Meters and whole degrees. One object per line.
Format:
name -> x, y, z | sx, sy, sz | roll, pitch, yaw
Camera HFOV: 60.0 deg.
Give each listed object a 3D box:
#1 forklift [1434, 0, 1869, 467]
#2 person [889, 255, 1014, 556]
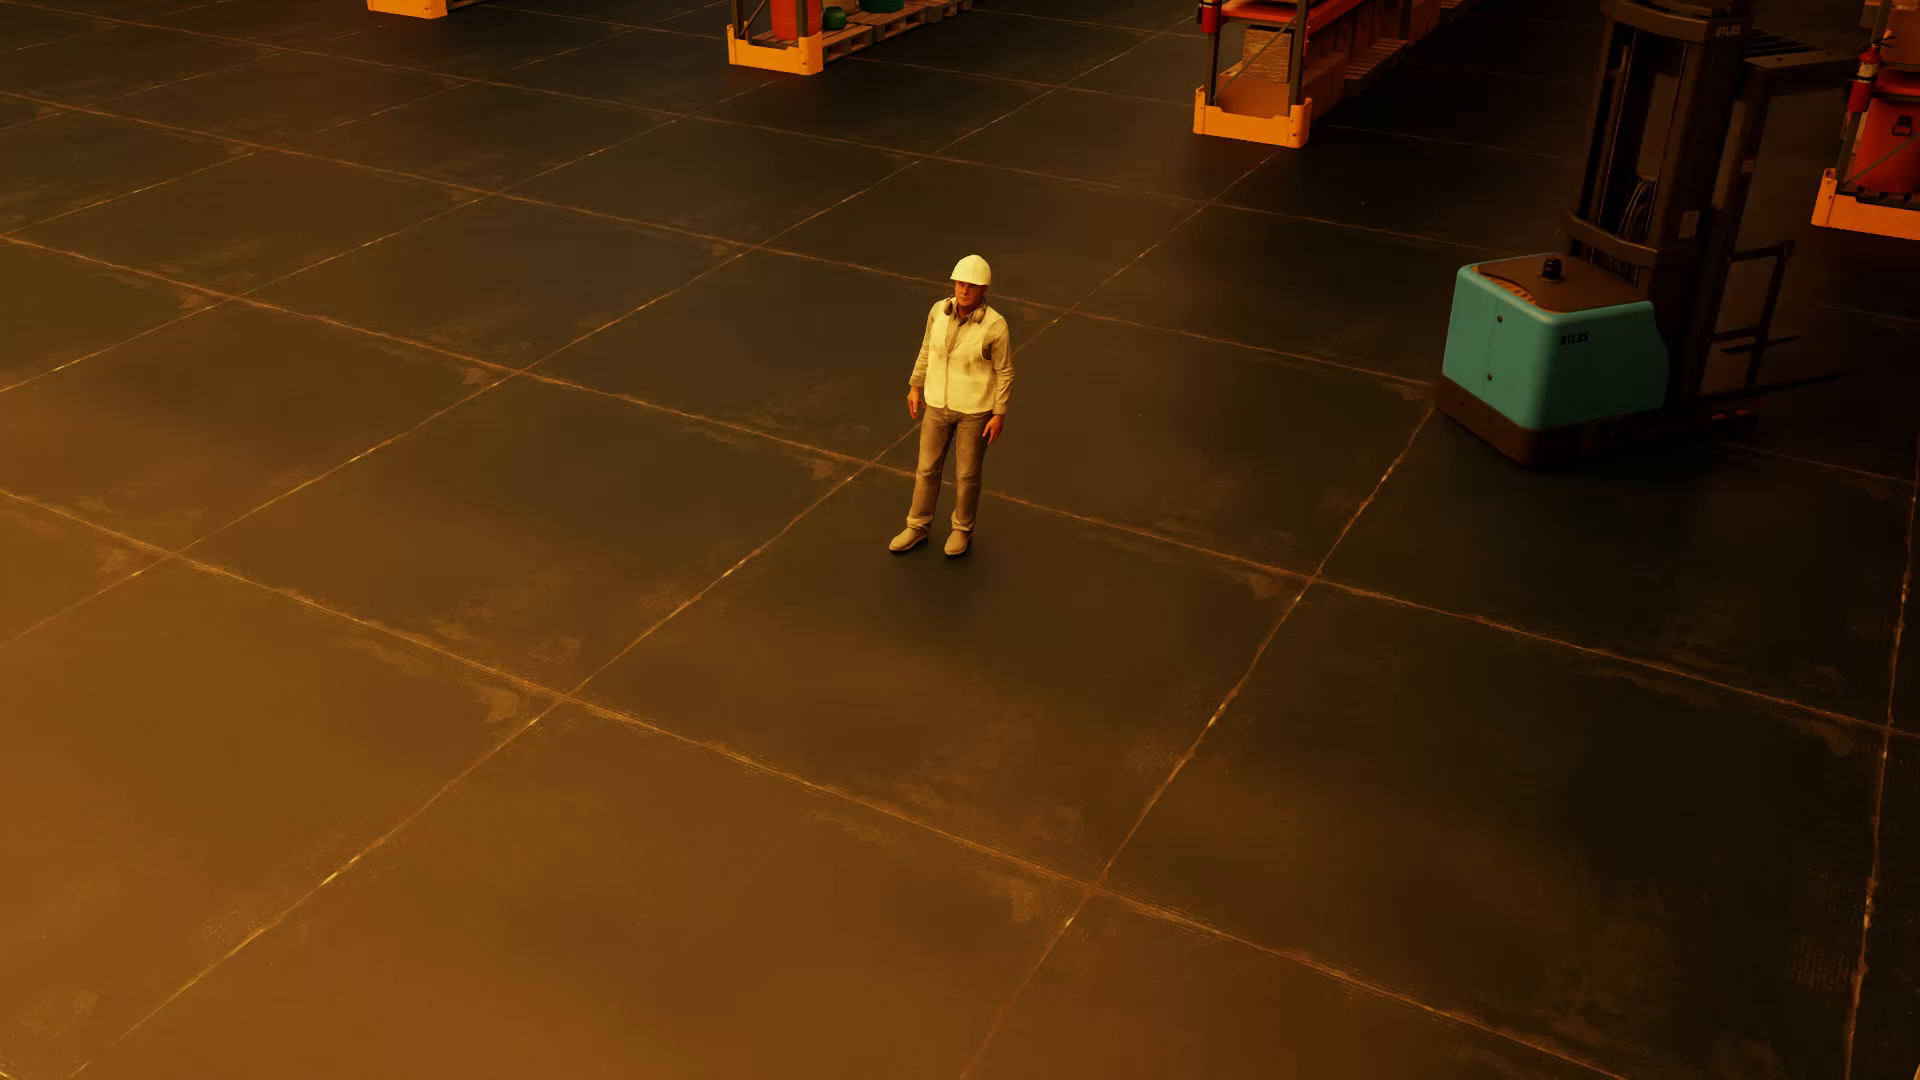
forklift -> 4.849, -2.189, 10.863 | 3.031, 2.935, 1.130 | -10, 32, -17
person -> -0.037, -0.750, 9.512 | 0.632, 1.773, 0.568 | 15, 33, 25
